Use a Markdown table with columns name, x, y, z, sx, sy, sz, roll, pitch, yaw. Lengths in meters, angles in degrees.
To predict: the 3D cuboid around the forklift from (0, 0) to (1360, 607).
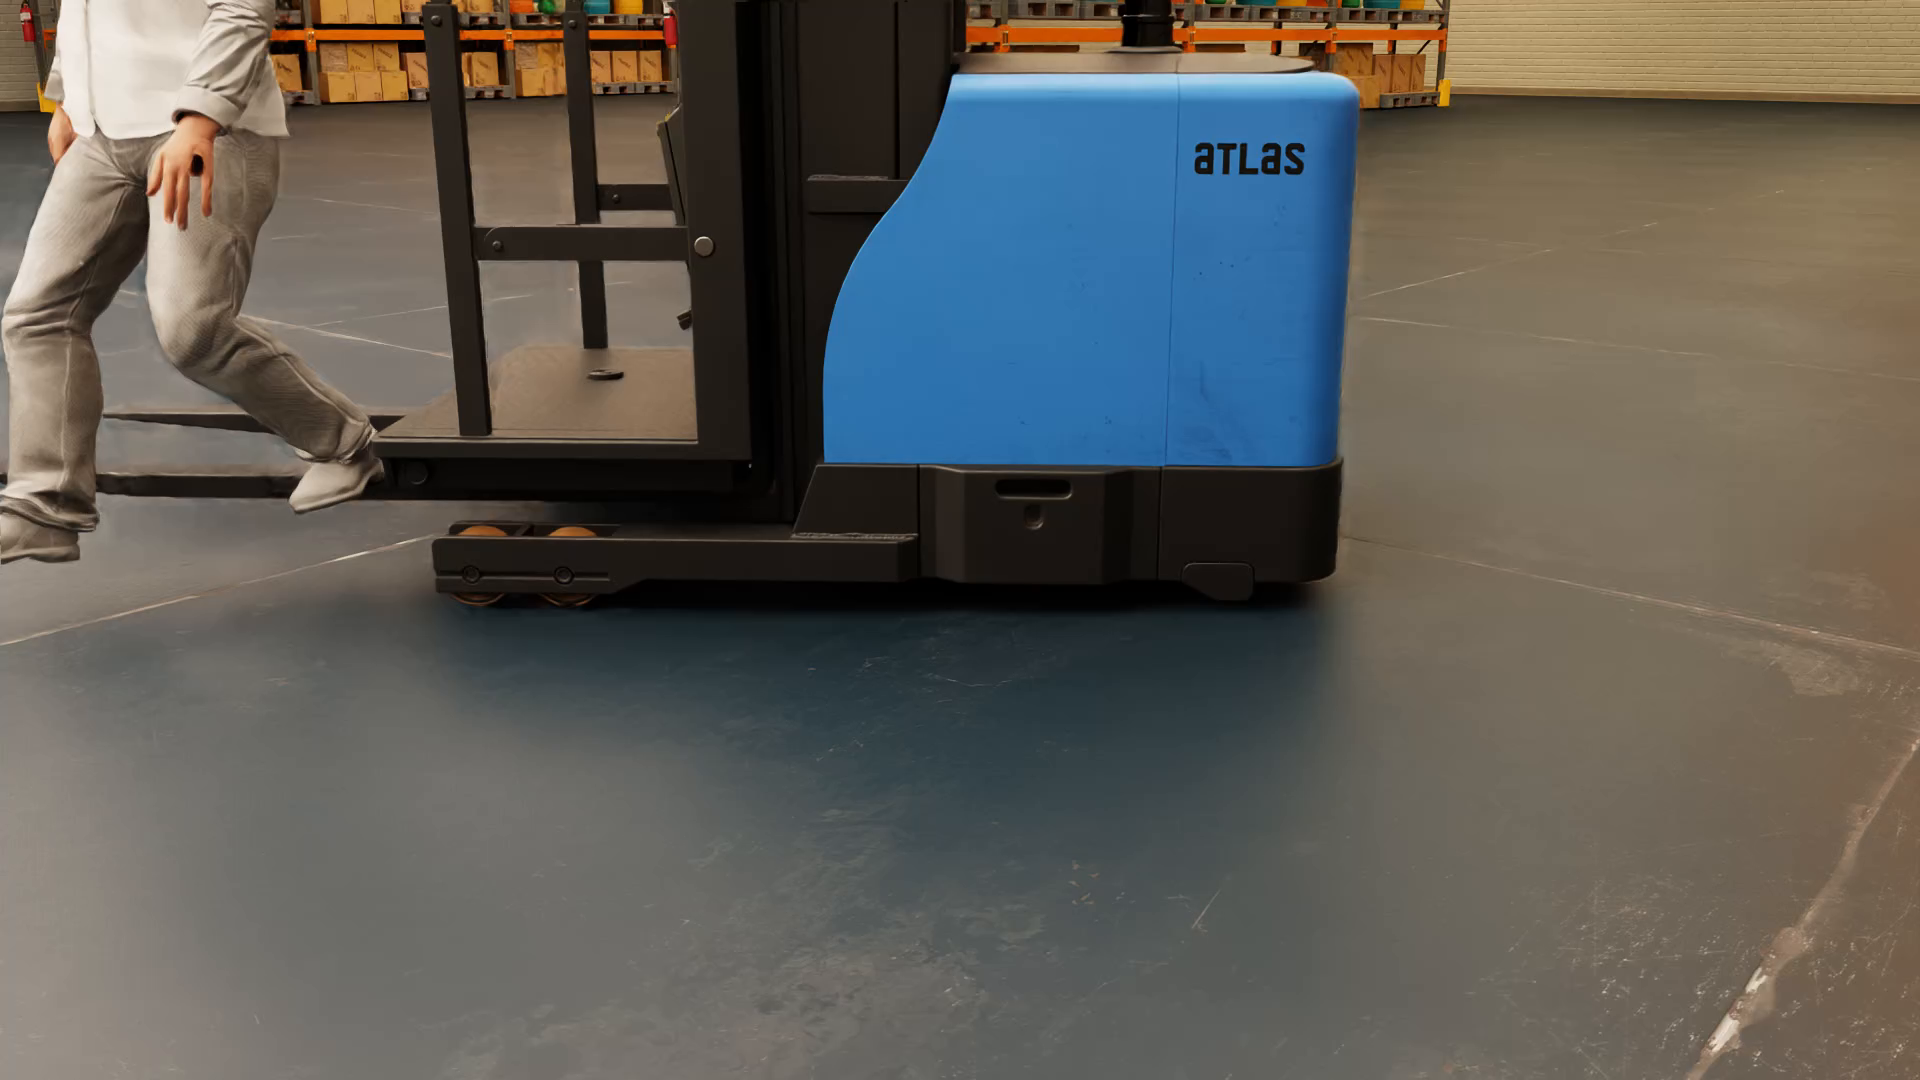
| name | x | y | z | sx | sy | sz | roll | pitch | yaw |
| --- | --- | --- | --- | --- | --- | --- | --- | --- | --- |
| forklift | -0.708 | -1.414 | 3.556 | 3.031 | 2.935 | 1.130 | 1 | 17 | 2 |

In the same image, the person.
| name | x | y | z | sx | sy | sz | roll | pitch | yaw |
| --- | --- | --- | --- | --- | --- | --- | --- | --- | --- |
| person | -1.641 | -0.778 | 3.185 | 0.748 | 1.697 | 0.762 | 9 | 19 | 28 |
